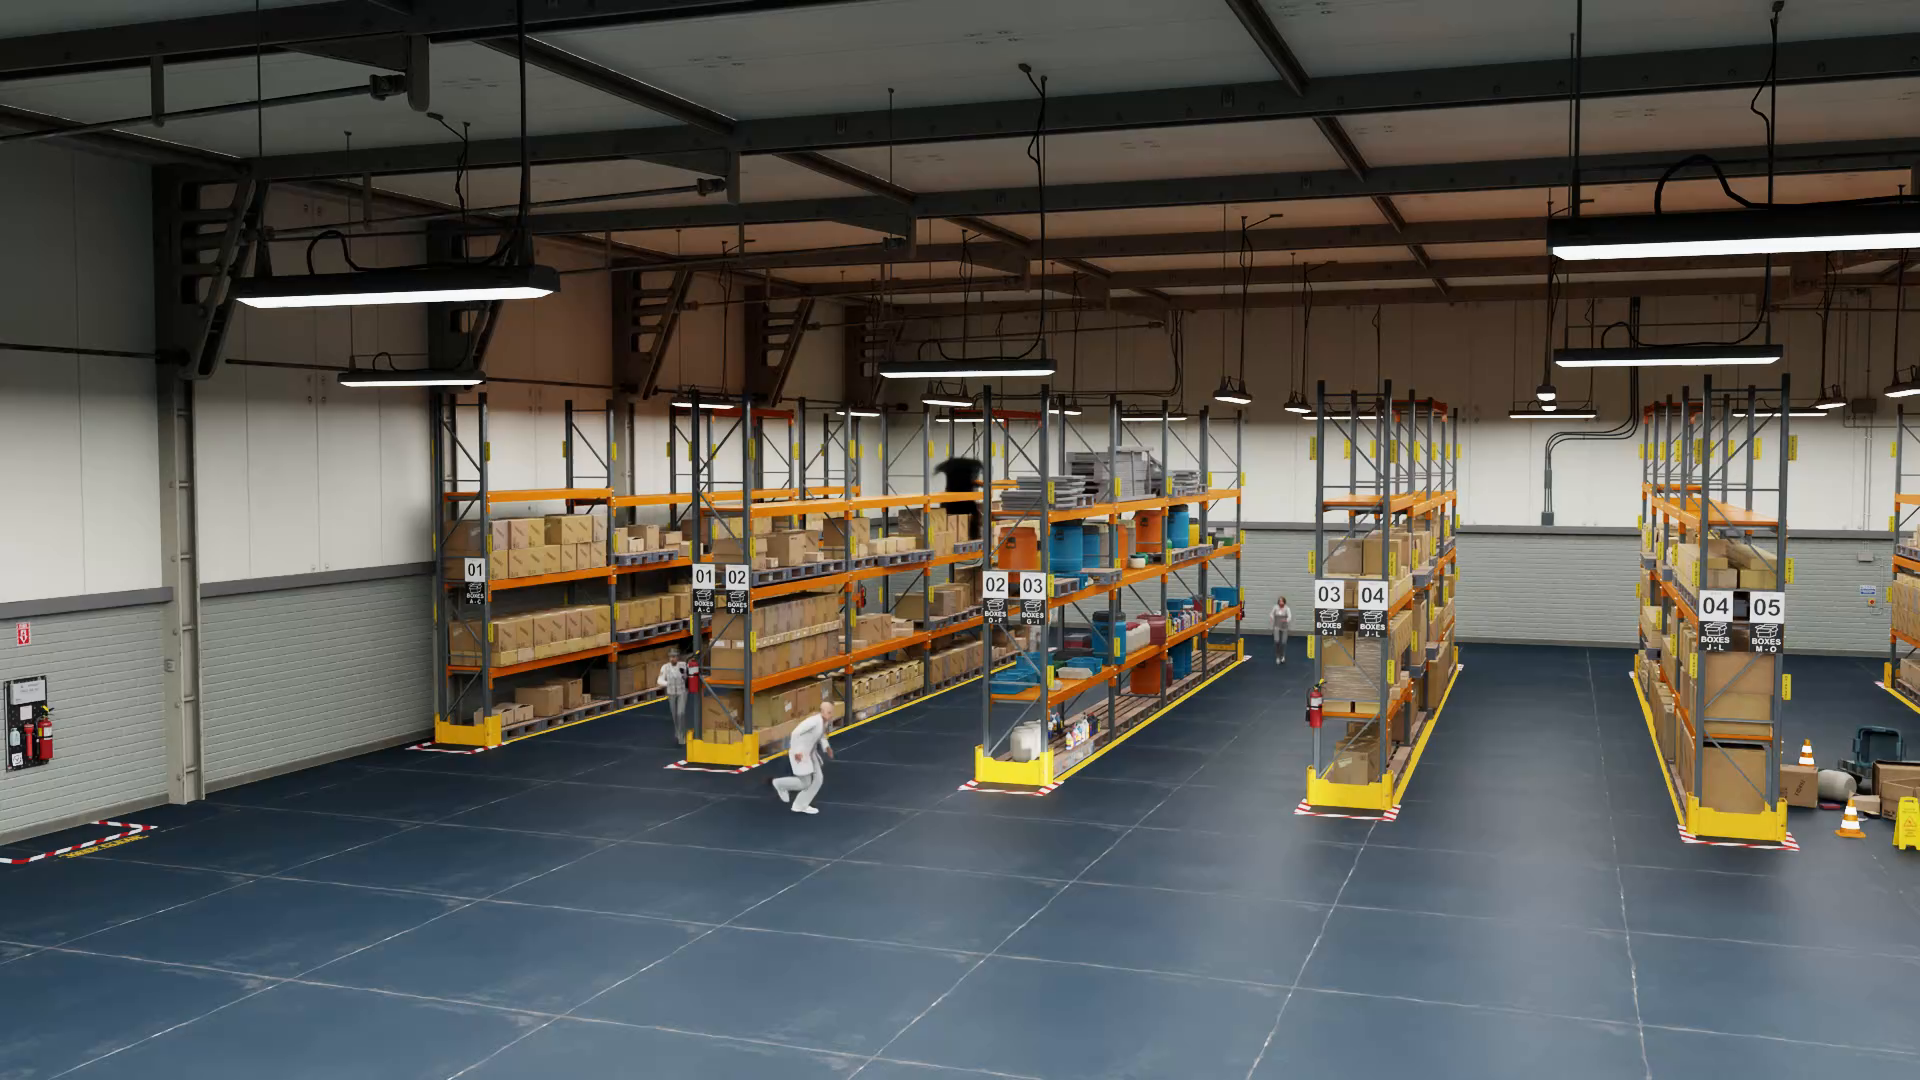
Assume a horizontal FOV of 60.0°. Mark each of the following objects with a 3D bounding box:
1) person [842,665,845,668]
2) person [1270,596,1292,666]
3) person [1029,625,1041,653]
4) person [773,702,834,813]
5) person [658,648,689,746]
[{"bbox_3d":[-2.357,2.309,35.697,0.556,1.622,0.571,1,3,14],"label":"person"},{"bbox_3d":[7.523,2.136,38.999,0.495,1.614,0.774,1,3,11],"label":"person"},{"bbox_3d":[1.722,2.232,36.541,0.464,1.711,0.791,1,3,9],"label":"person"},{"bbox_3d":[-2.178,3.000,22.983,0.975,1.580,0.728,1,3,26],"label":"person"},{"bbox_3d":[-4.860,2.660,28.595,0.605,1.657,0.951,0,3,2],"label":"person"}]
